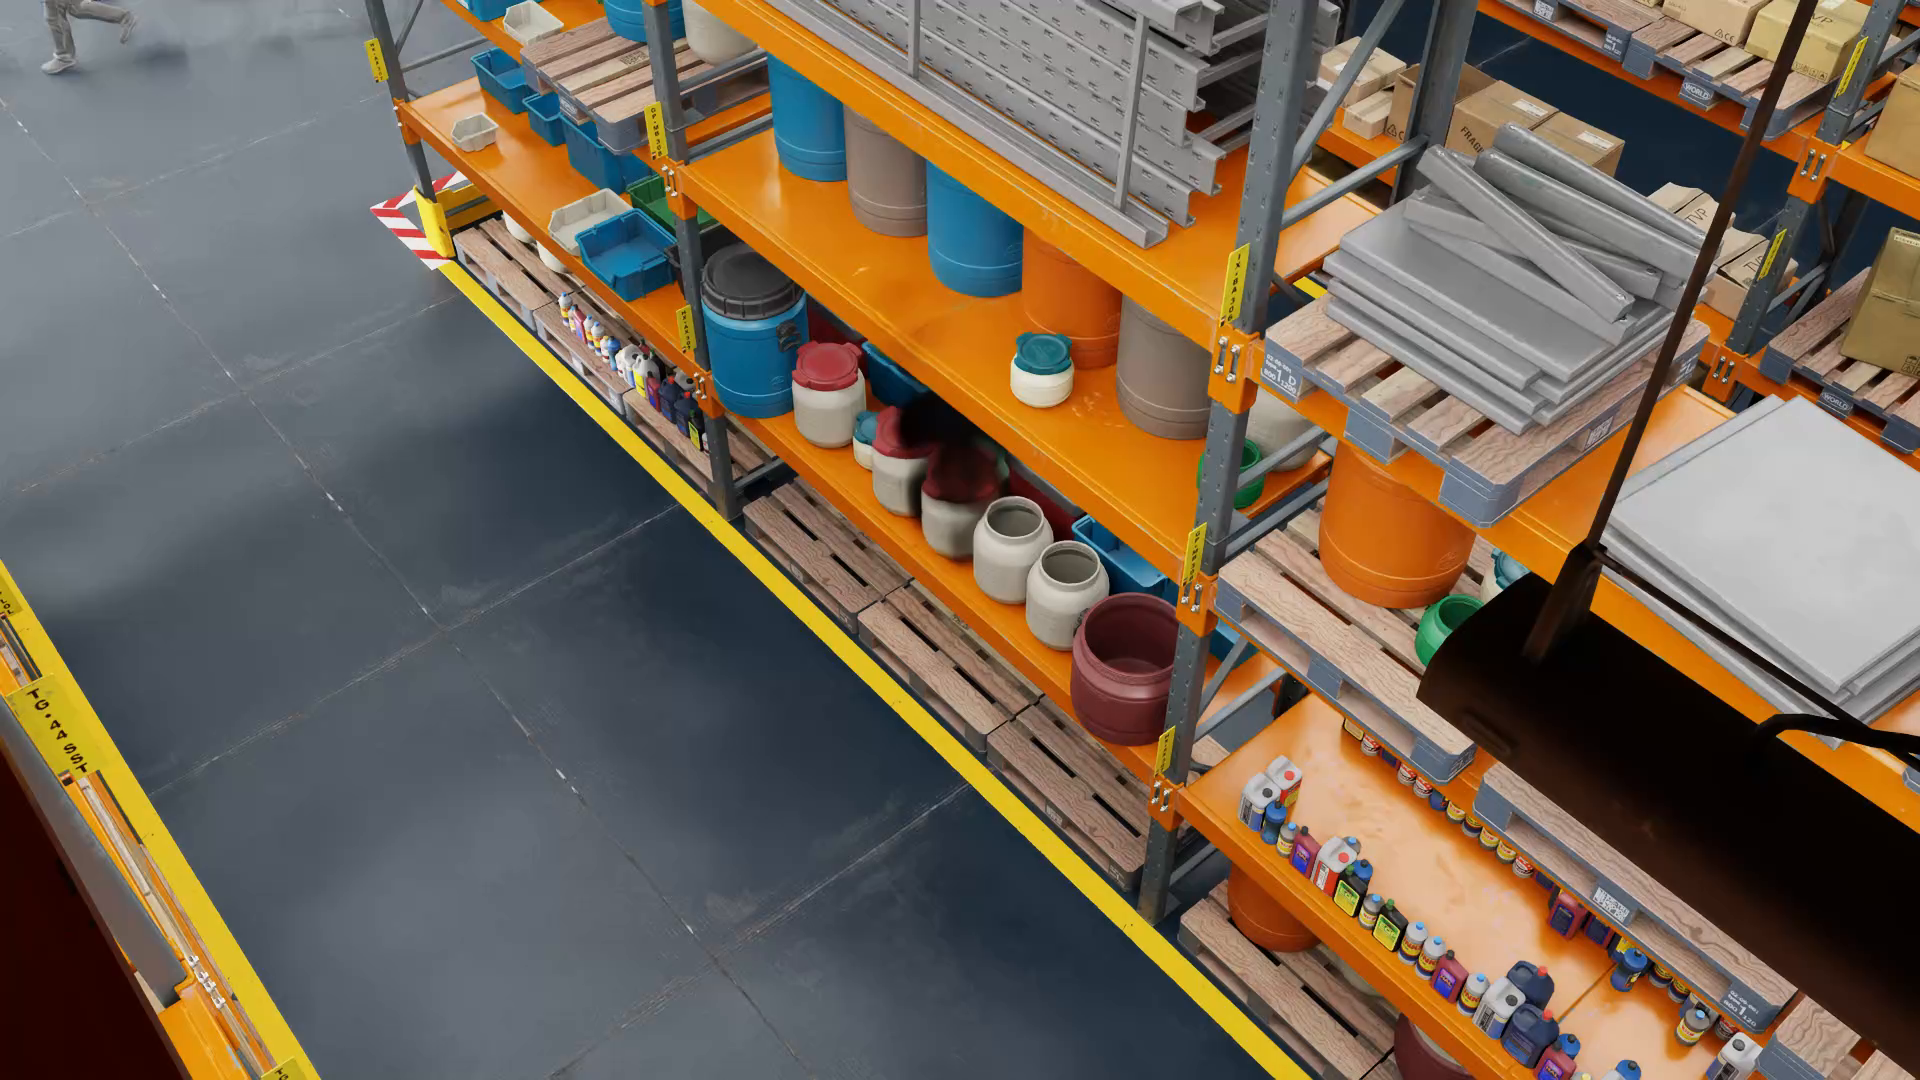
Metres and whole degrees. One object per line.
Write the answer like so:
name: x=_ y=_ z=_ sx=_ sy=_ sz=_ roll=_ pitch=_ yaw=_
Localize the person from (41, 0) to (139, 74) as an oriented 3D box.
person: x=-7.835 y=-4.943 z=14.485 sx=0.936 sy=1.717 sz=0.661 roll=-15 pitch=48 yaw=-14
